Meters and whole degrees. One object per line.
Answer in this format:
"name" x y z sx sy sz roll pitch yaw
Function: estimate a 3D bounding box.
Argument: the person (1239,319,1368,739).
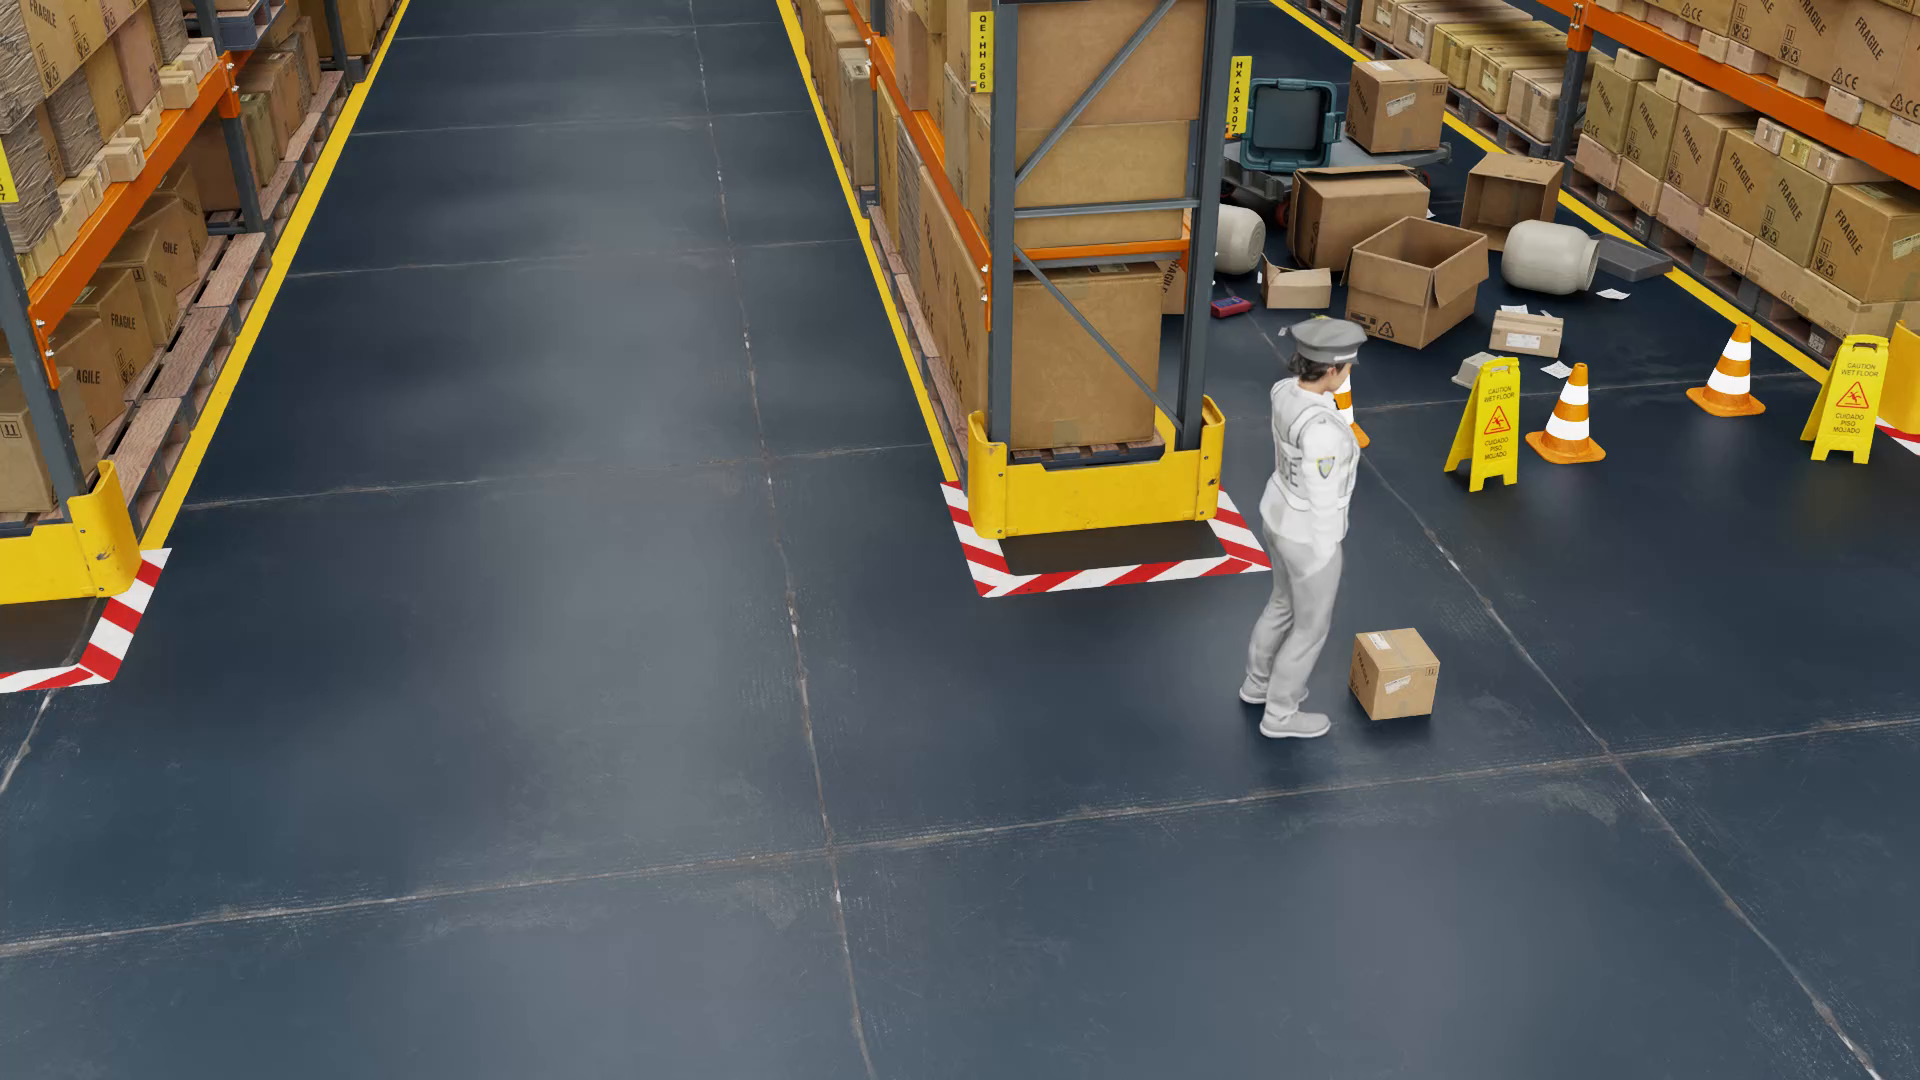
"person" 1.282 -0.033 6.198 0.327 1.666 0.471 -5 31 -8
